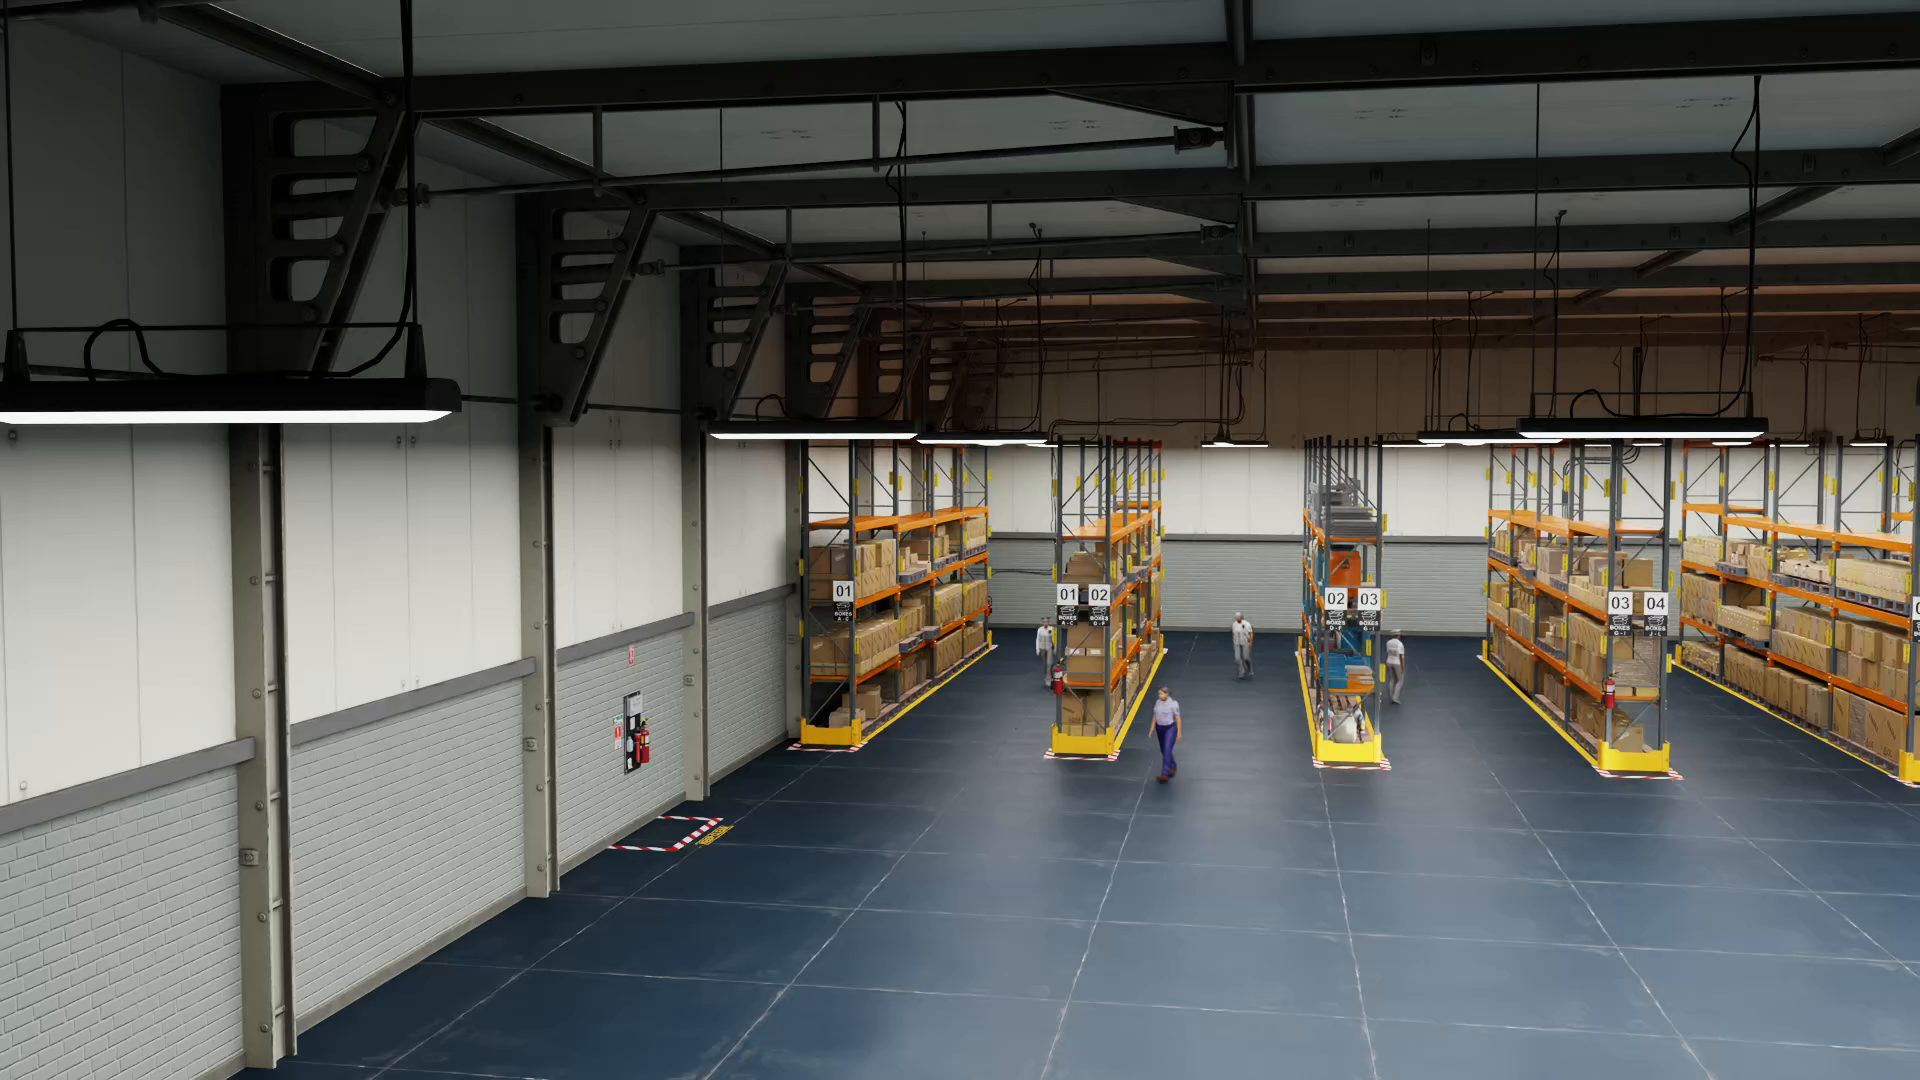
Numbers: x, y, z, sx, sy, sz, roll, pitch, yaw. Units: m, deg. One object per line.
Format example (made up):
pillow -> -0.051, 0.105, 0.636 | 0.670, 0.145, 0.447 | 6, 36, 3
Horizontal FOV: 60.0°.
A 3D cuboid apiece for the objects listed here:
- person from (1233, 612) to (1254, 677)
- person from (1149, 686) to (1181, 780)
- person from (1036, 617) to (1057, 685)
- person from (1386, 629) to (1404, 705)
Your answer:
person -> 7.139, 2.636, 42.056 | 0.553, 1.647, 0.527 | 2, 4, 30
person -> 3.578, 3.342, 29.048 | 0.877, 1.603, 0.521 | -3, 4, -44
person -> 2.095, 2.683, 40.624 | 0.500, 1.637, 0.880 | 1, 3, 21
person -> 9.832, 2.882, 37.618 | 0.436, 1.707, 0.532 | -2, 4, -34
